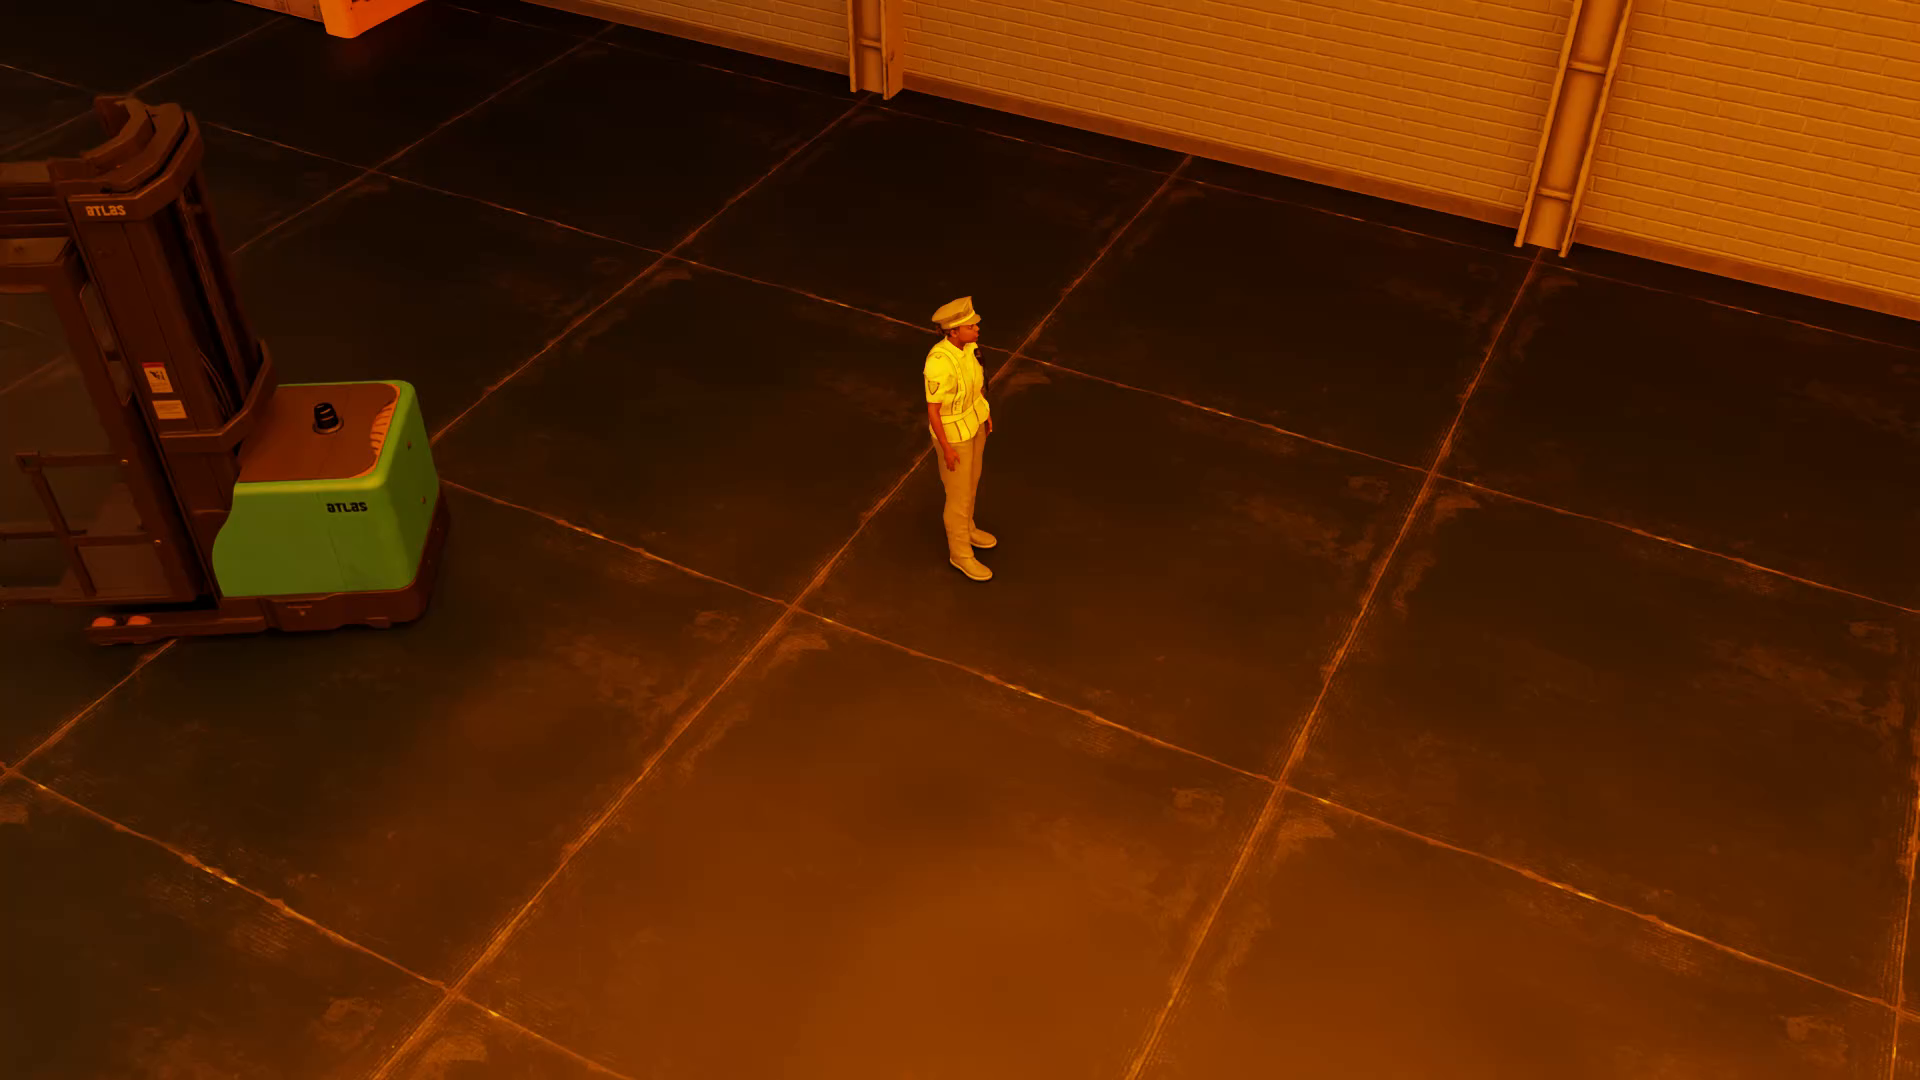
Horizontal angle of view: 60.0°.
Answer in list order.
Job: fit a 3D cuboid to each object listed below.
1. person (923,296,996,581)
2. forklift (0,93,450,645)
[{"bbox_3d":[0.057,-0.620,9.671,0.530,1.695,0.569,18,43,21],"label":"person"},{"bbox_3d":[-4.649,-0.869,9.019,3.031,2.935,1.130,-2,40,-3],"label":"forklift"}]
